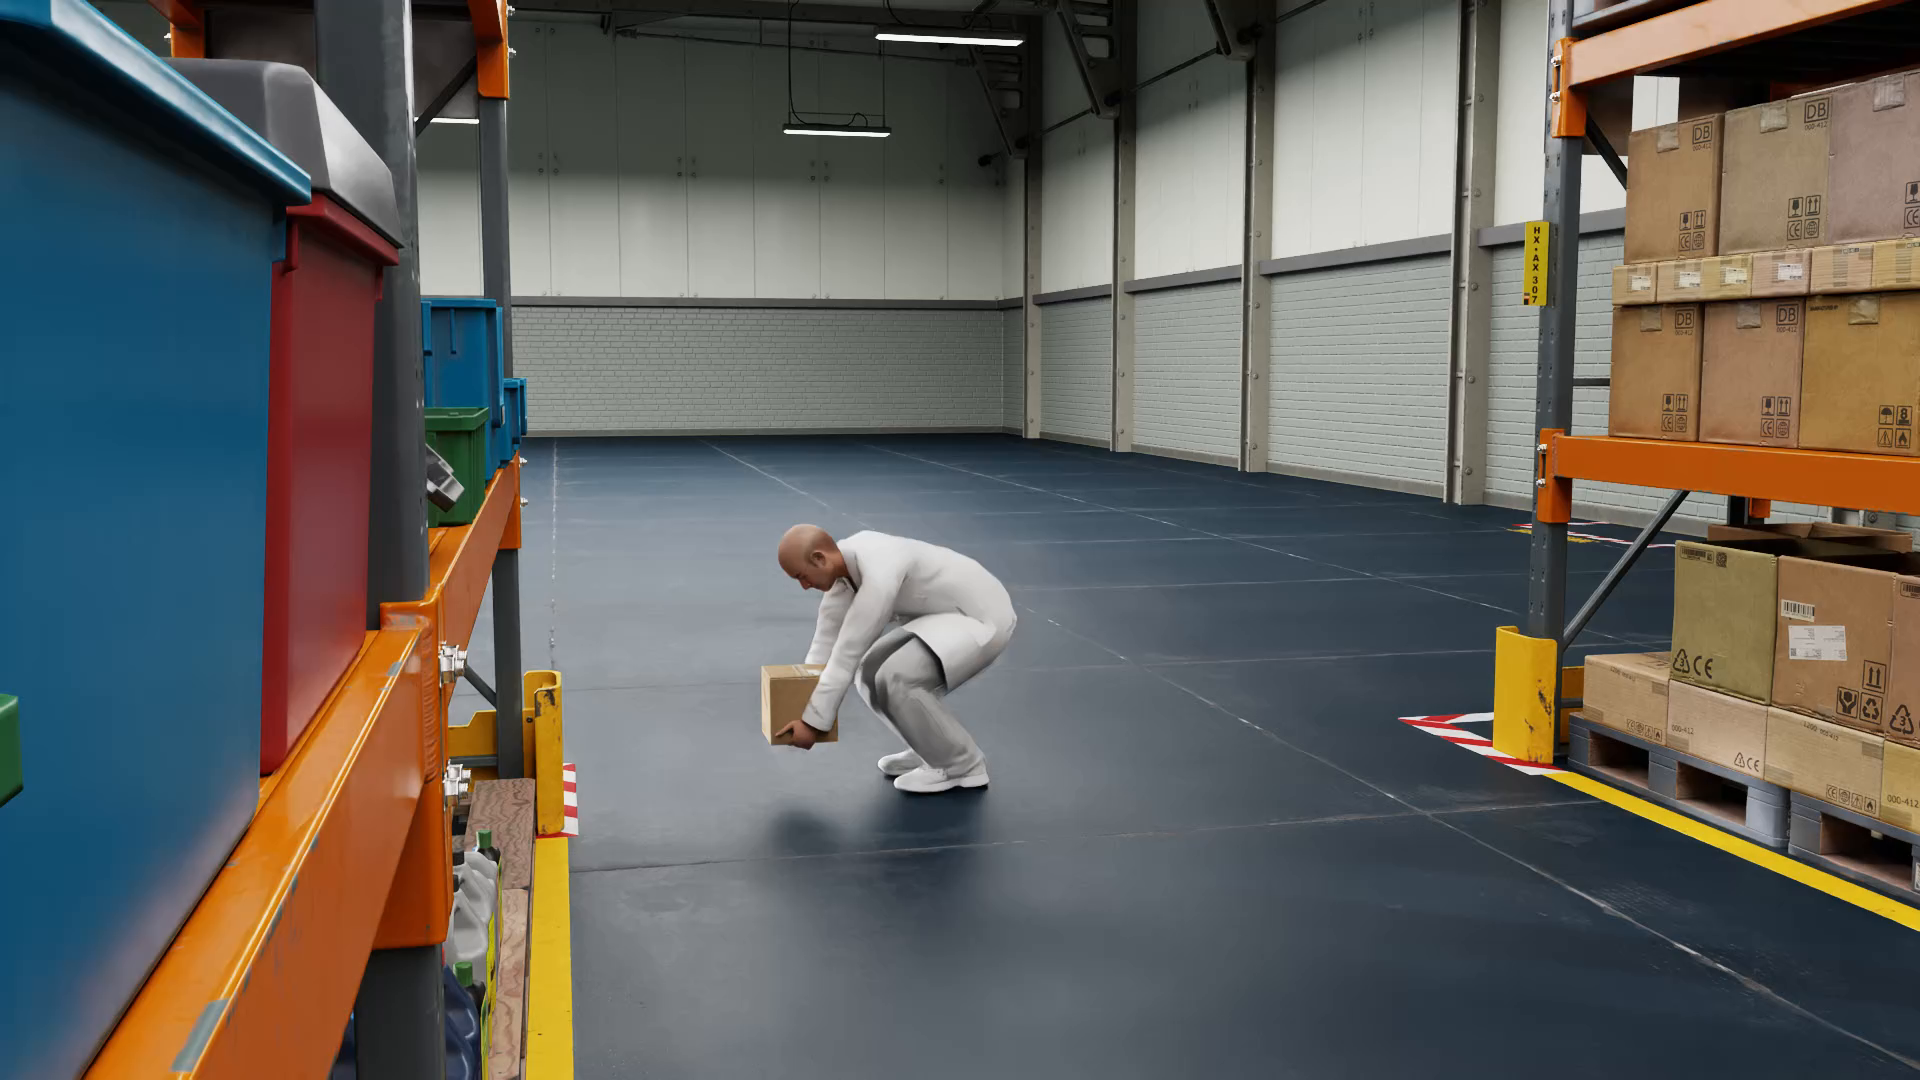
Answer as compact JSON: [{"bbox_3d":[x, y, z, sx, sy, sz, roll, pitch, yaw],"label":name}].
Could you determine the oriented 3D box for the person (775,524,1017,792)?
[{"bbox_3d":[-0.248,0.426,6.246,0.942,1.003,0.589,-2,6,-16],"label":"person"}]
